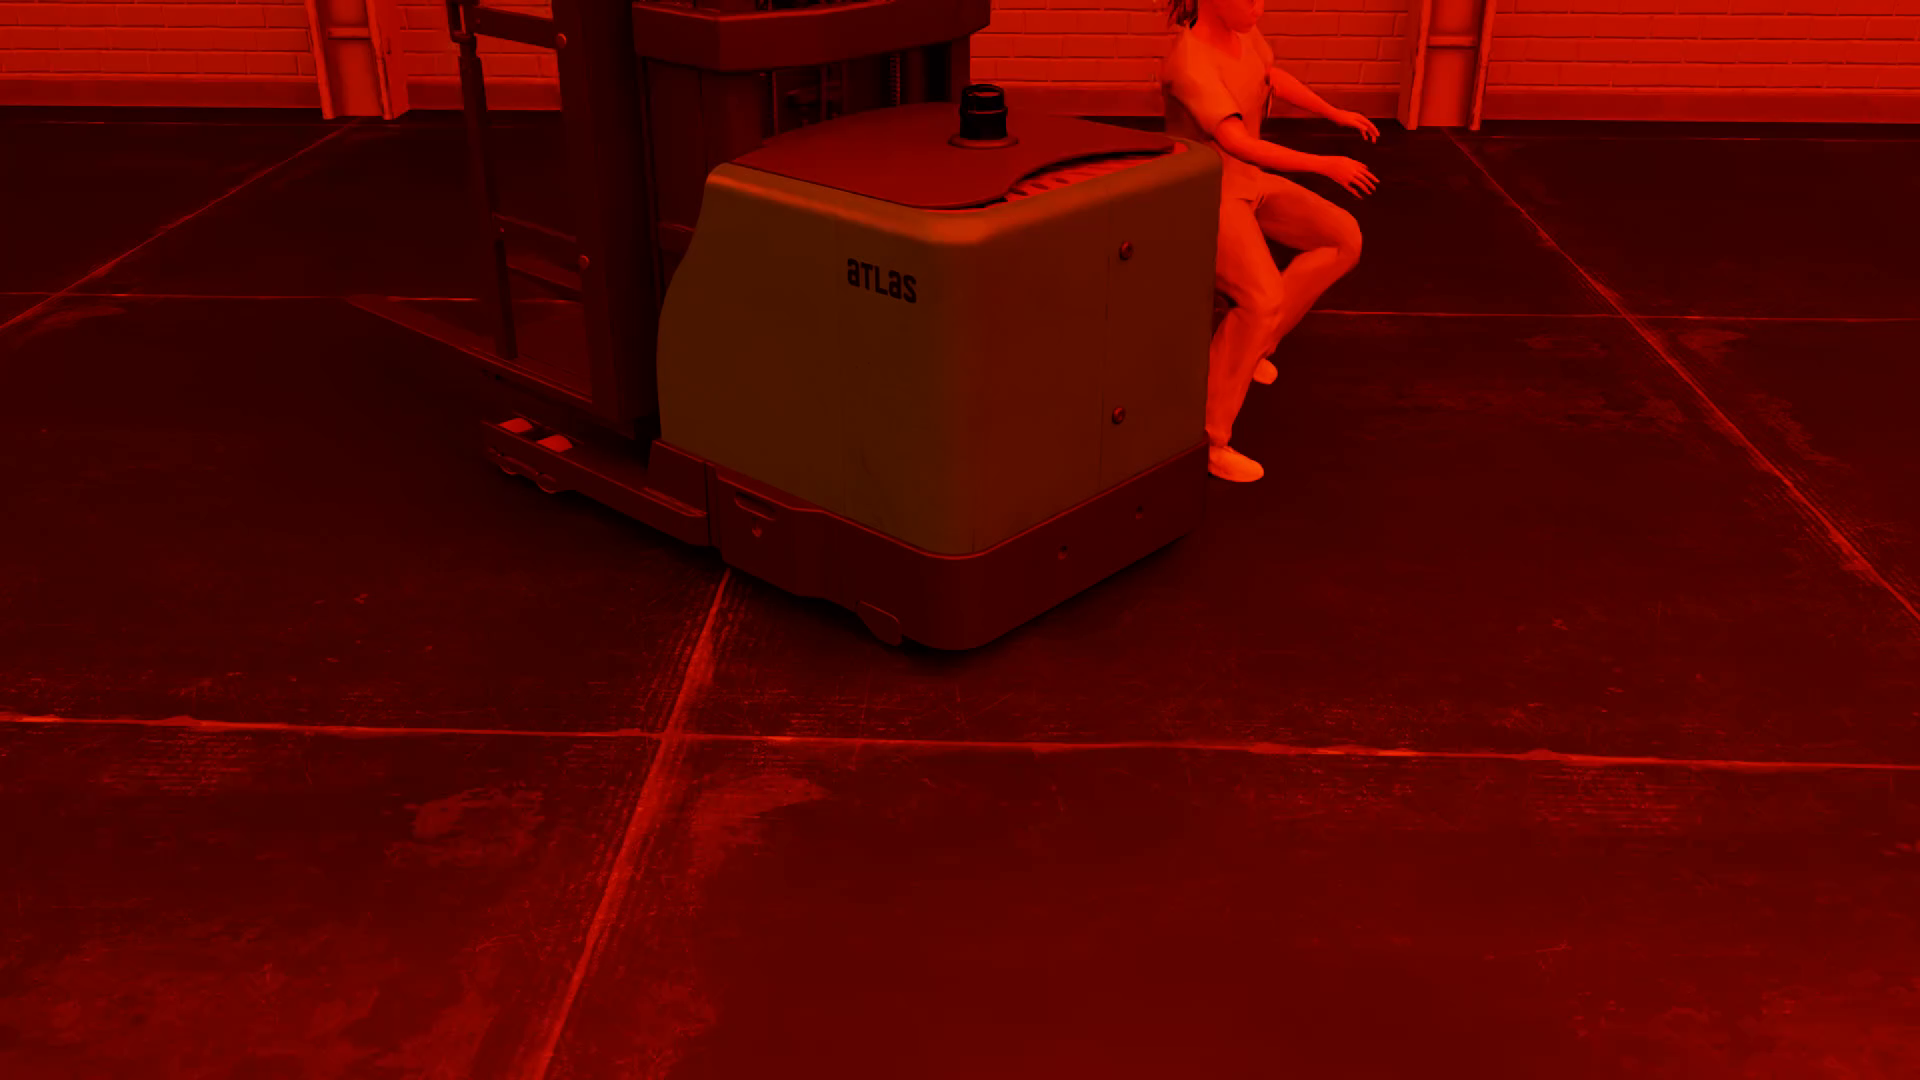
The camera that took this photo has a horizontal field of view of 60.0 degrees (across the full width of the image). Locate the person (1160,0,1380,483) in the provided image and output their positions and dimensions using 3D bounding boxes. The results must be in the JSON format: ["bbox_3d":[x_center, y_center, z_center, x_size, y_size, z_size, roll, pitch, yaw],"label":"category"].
[{"bbox_3d":[0.918,-1.004,4.896,0.732,1.477,0.809,15,30,28],"label":"person"}]

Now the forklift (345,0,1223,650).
[{"bbox_3d":[-0.768,-1.598,4.448,3.031,2.935,1.130,22,34,37],"label":"forklift"}]
